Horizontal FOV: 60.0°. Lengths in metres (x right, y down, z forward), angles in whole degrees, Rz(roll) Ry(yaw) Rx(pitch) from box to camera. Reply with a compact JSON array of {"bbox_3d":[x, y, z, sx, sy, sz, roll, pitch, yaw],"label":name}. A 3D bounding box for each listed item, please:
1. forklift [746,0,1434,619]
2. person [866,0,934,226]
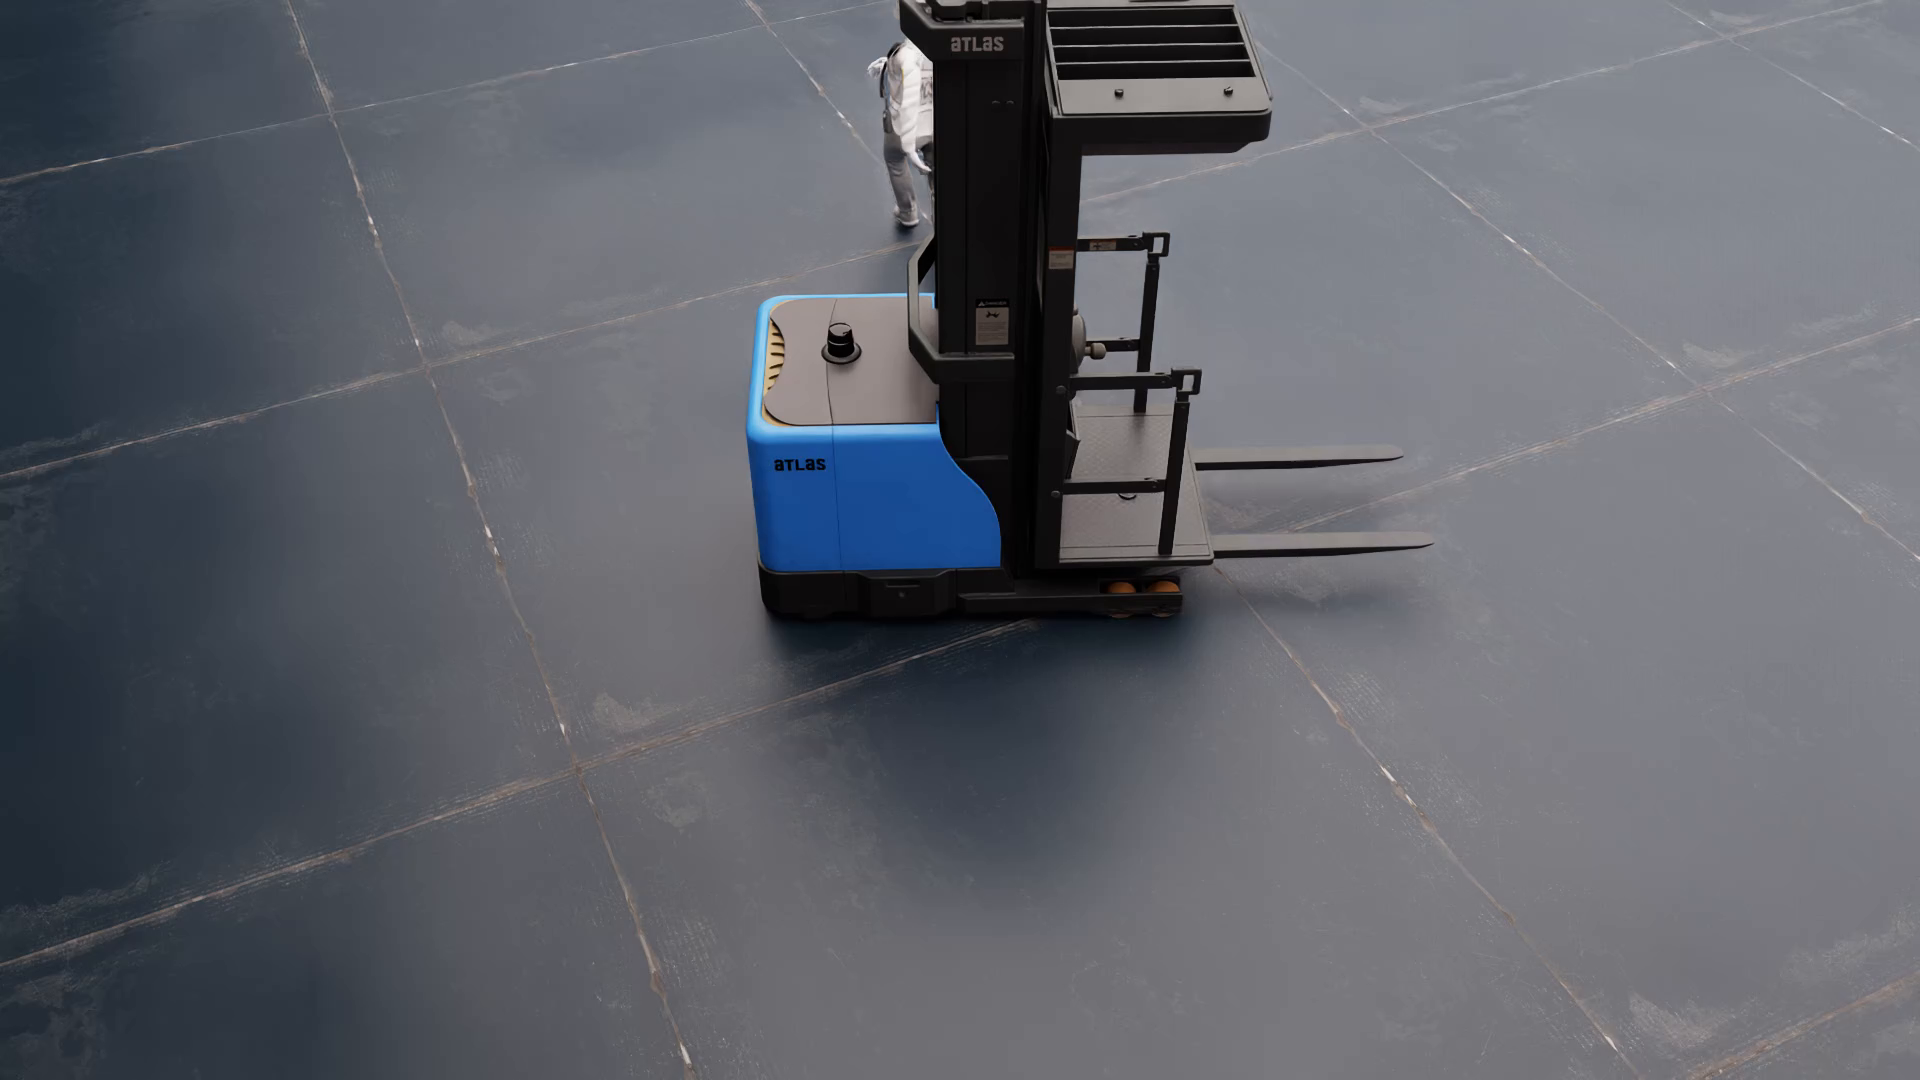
[{"bbox_3d":[0.612,-1.086,6.843,3.031,2.935,1.130,-1,43,-1],"label":"forklift"},{"bbox_3d":[-0.233,-2.285,9.149,0.506,1.597,0.883,-19,46,-19],"label":"person"}]
